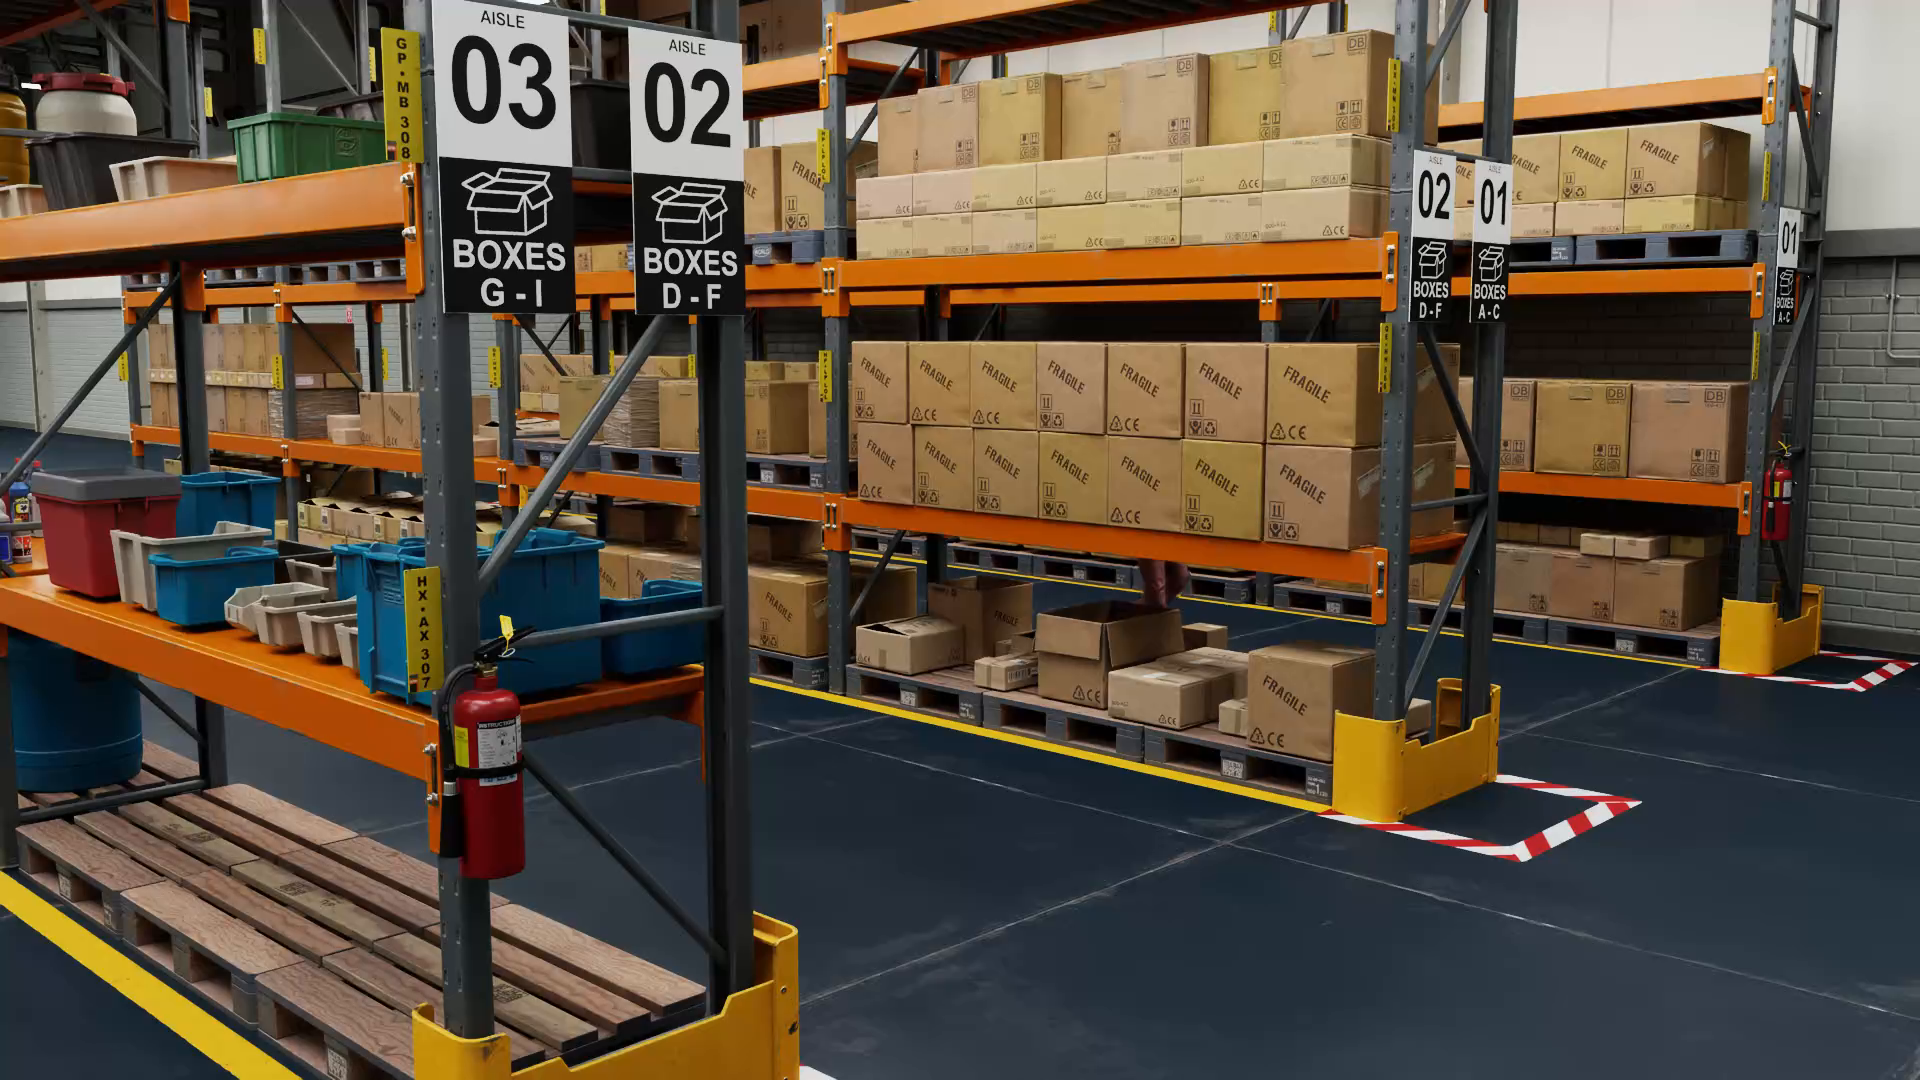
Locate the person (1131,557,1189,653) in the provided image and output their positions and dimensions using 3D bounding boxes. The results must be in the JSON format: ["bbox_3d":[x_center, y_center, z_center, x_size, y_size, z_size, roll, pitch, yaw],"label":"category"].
[{"bbox_3d":[1.447,-0.014,12.216,0.608,1.668,0.489,5,9,36],"label":"person"}]
